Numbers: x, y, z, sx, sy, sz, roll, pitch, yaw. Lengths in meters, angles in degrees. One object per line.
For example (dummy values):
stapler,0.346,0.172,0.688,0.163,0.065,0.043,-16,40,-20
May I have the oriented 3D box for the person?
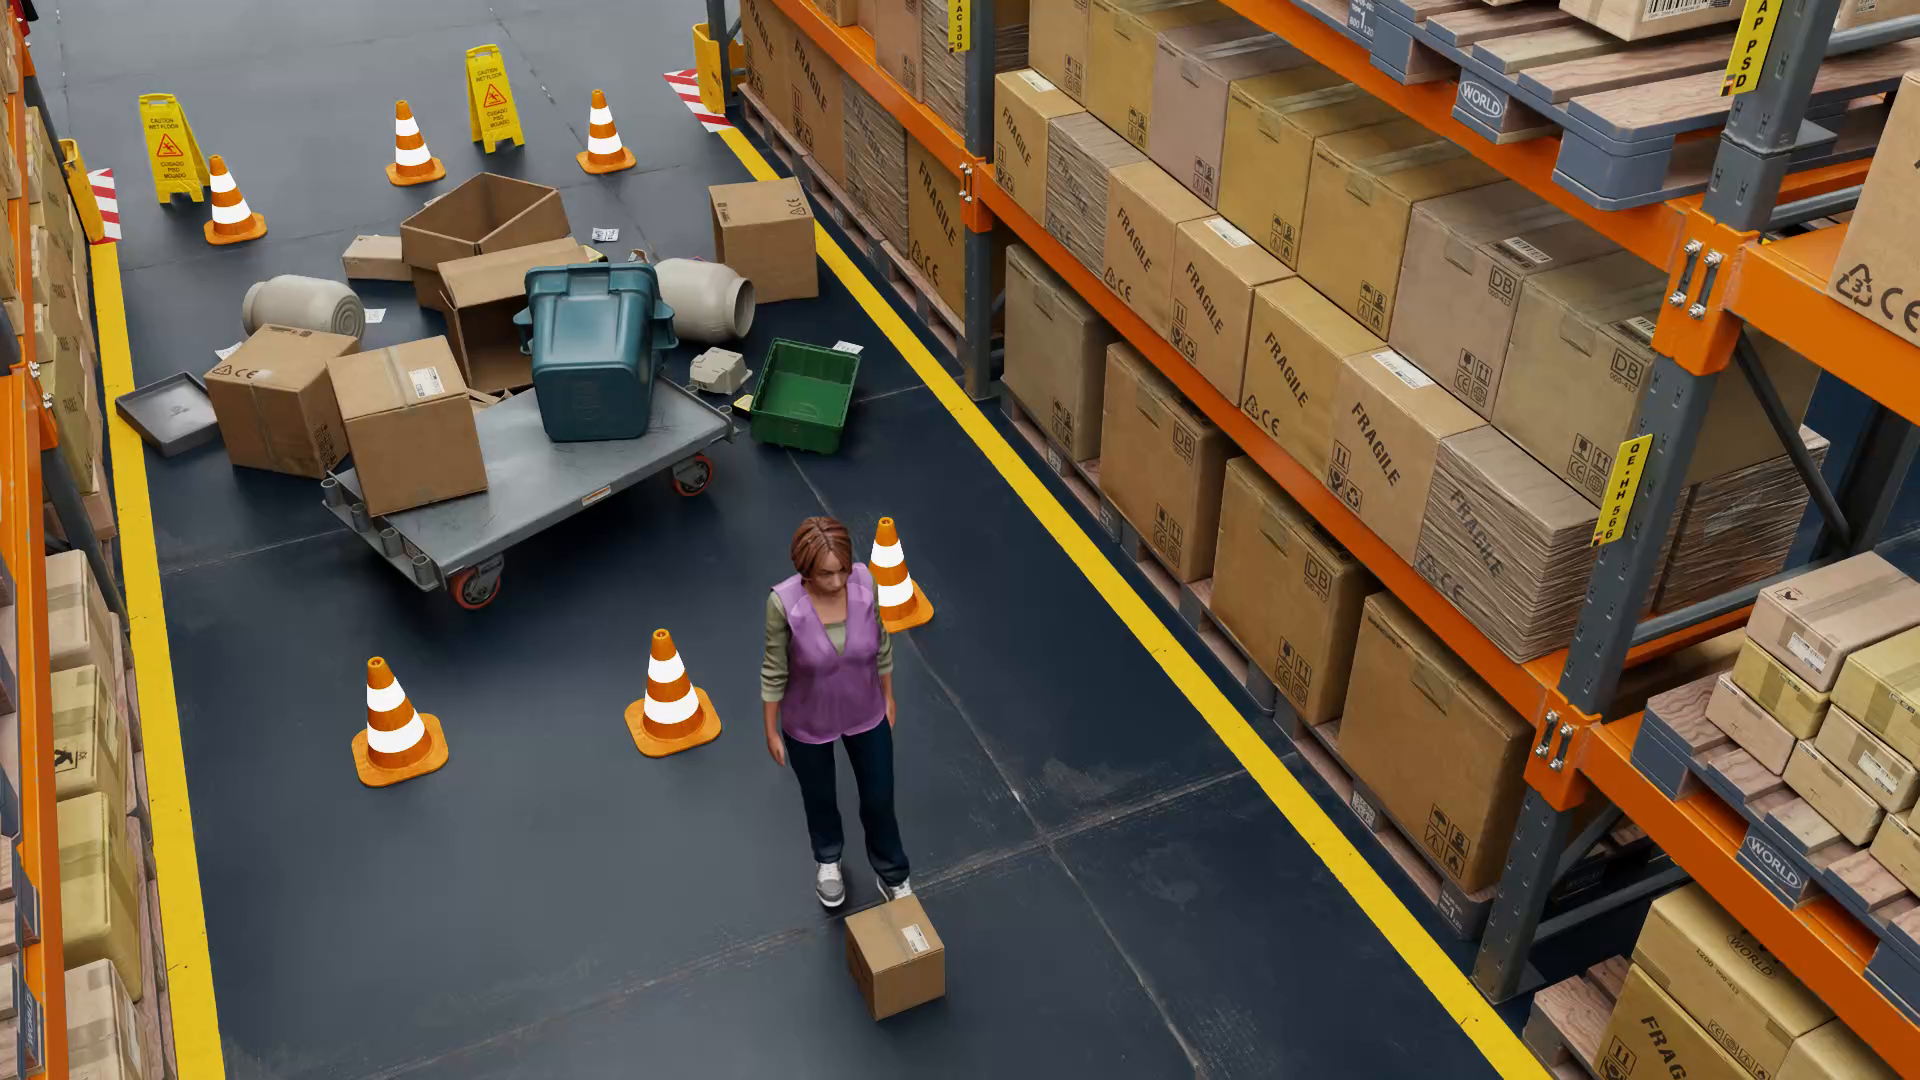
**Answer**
person,-0.391,0.621,5.356,0.449,1.610,0.476,-13,40,-16
